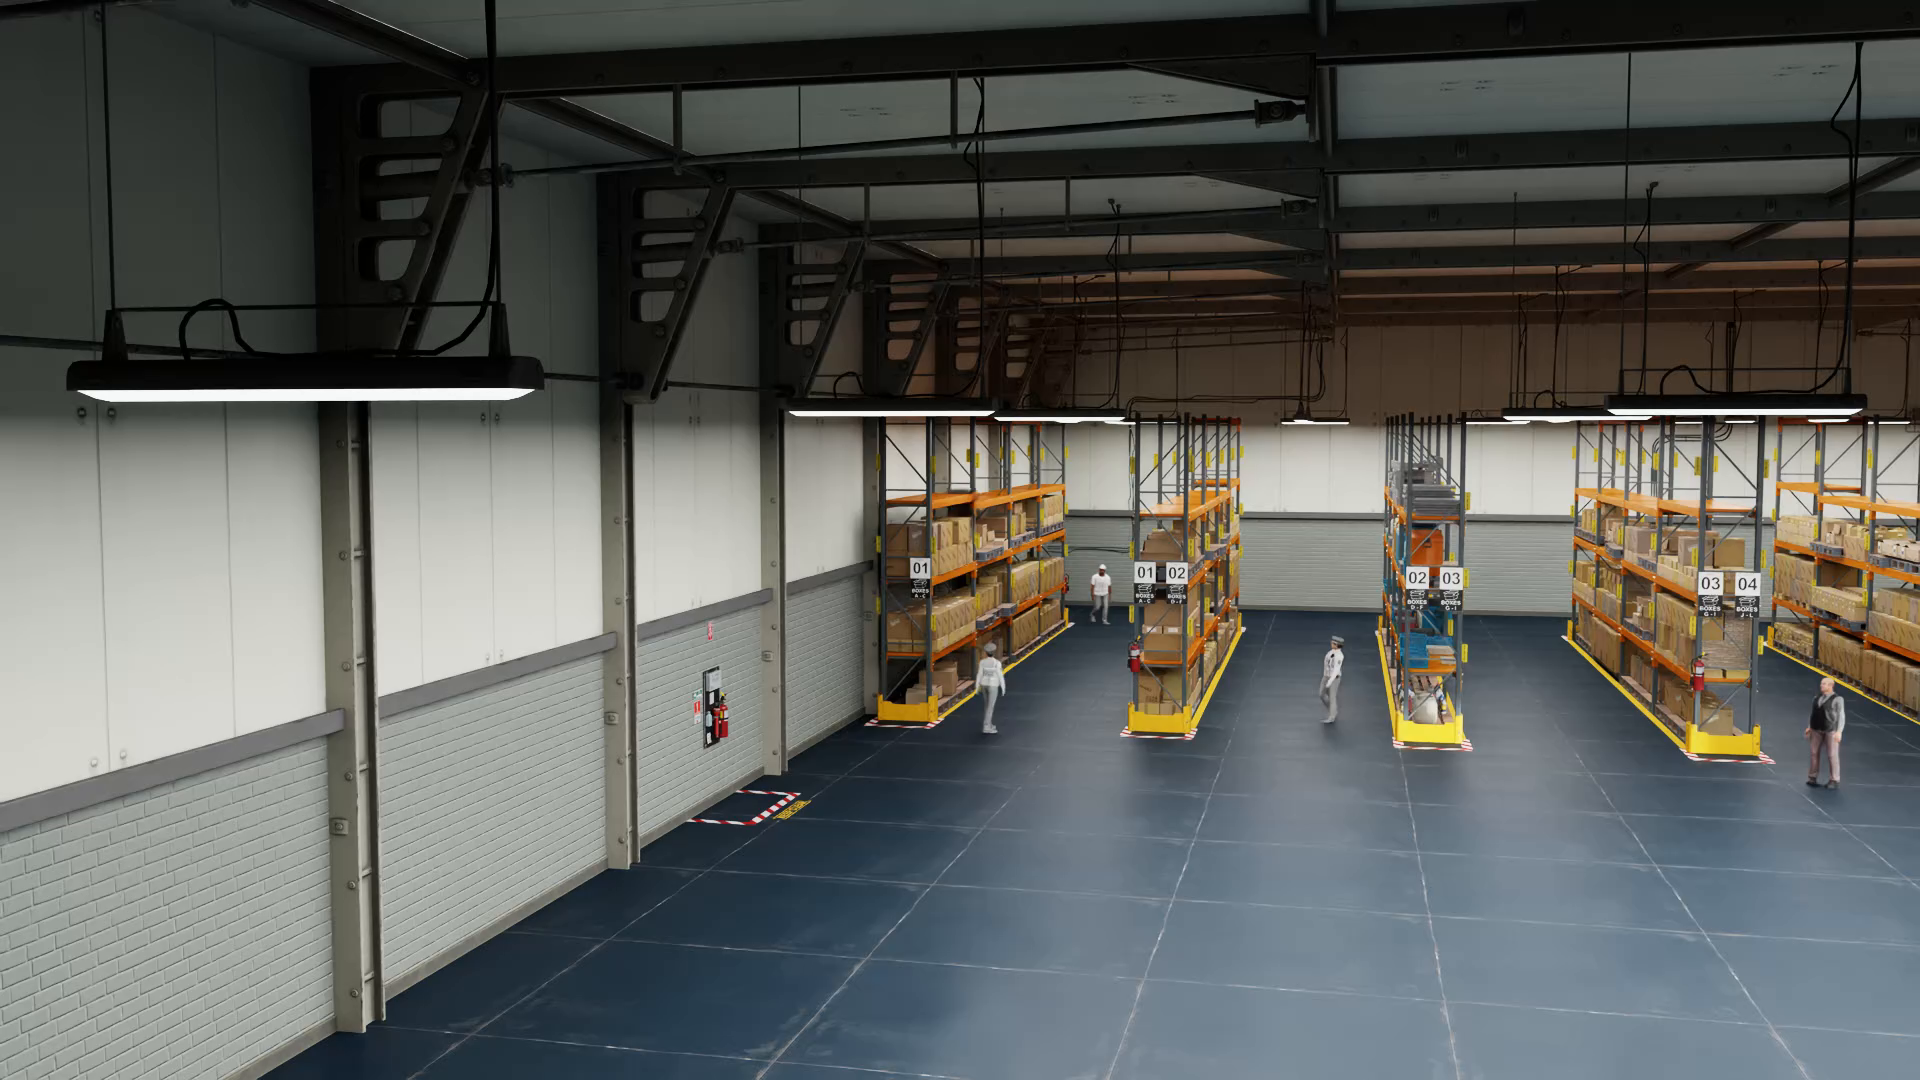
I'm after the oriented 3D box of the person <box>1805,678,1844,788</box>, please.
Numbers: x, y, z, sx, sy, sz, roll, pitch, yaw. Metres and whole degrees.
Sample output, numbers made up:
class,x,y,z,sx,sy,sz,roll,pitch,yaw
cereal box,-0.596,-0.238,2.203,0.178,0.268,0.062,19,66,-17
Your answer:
class,x,y,z,sx,sy,sz,roll,pitch,yaw
person,13.794,3.059,26.531,0.403,1.728,0.583,-3,5,-39

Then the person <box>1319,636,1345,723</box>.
class,x,y,z,sx,sy,sz,roll,pitch,yaw
person,7.205,2.714,32.338,0.449,1.683,0.566,-1,4,-20

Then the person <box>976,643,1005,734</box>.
class,x,y,z,sx,sy,sz,roll,pitch,yaw
person,0.611,2.770,31.278,0.556,1.684,0.584,4,5,44

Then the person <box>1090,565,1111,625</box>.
class,x,y,z,sx,sy,sz,roll,pitch,yaw
person,4.075,1.580,48.211,0.585,1.754,0.646,-2,4,-22
